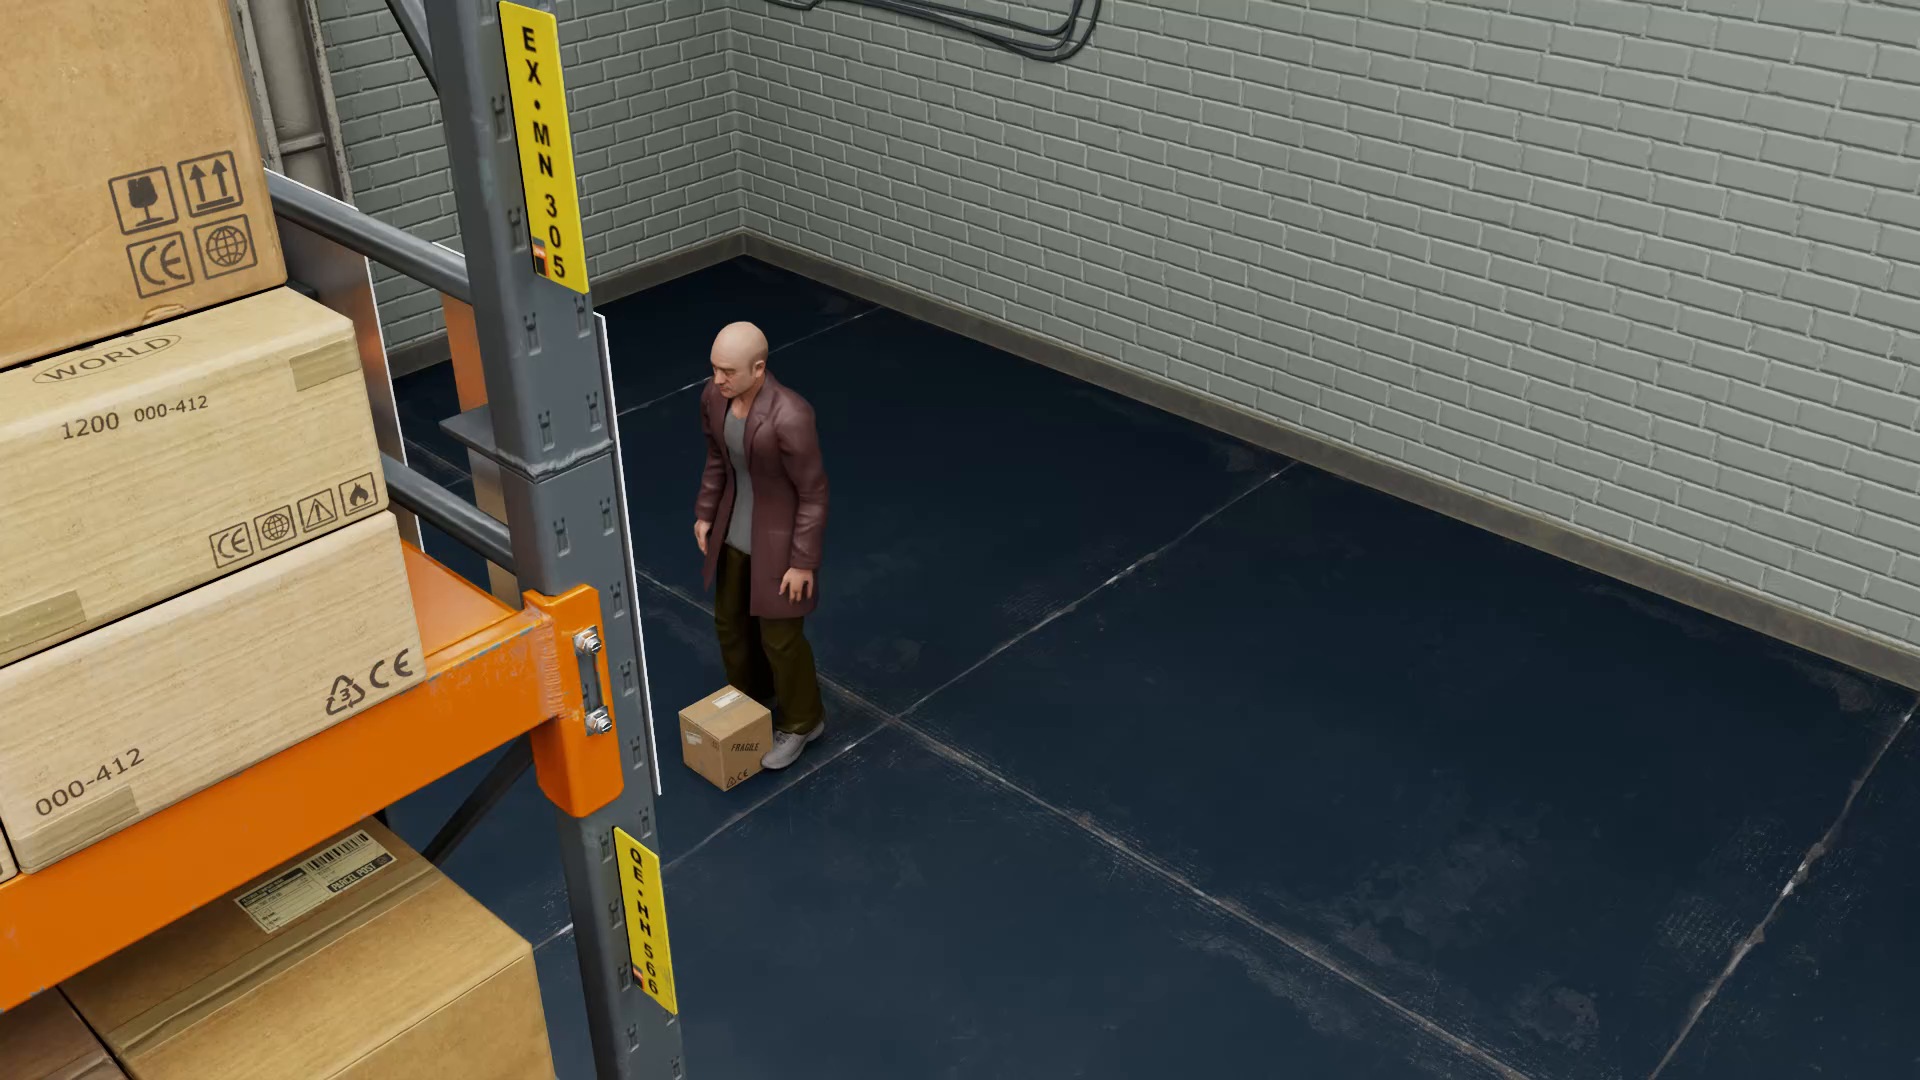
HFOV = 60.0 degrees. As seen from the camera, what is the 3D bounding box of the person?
[{"bbox_3d":[-0.737,0.005,6.139,0.644,1.774,0.425,25,39,36],"label":"person"}]
